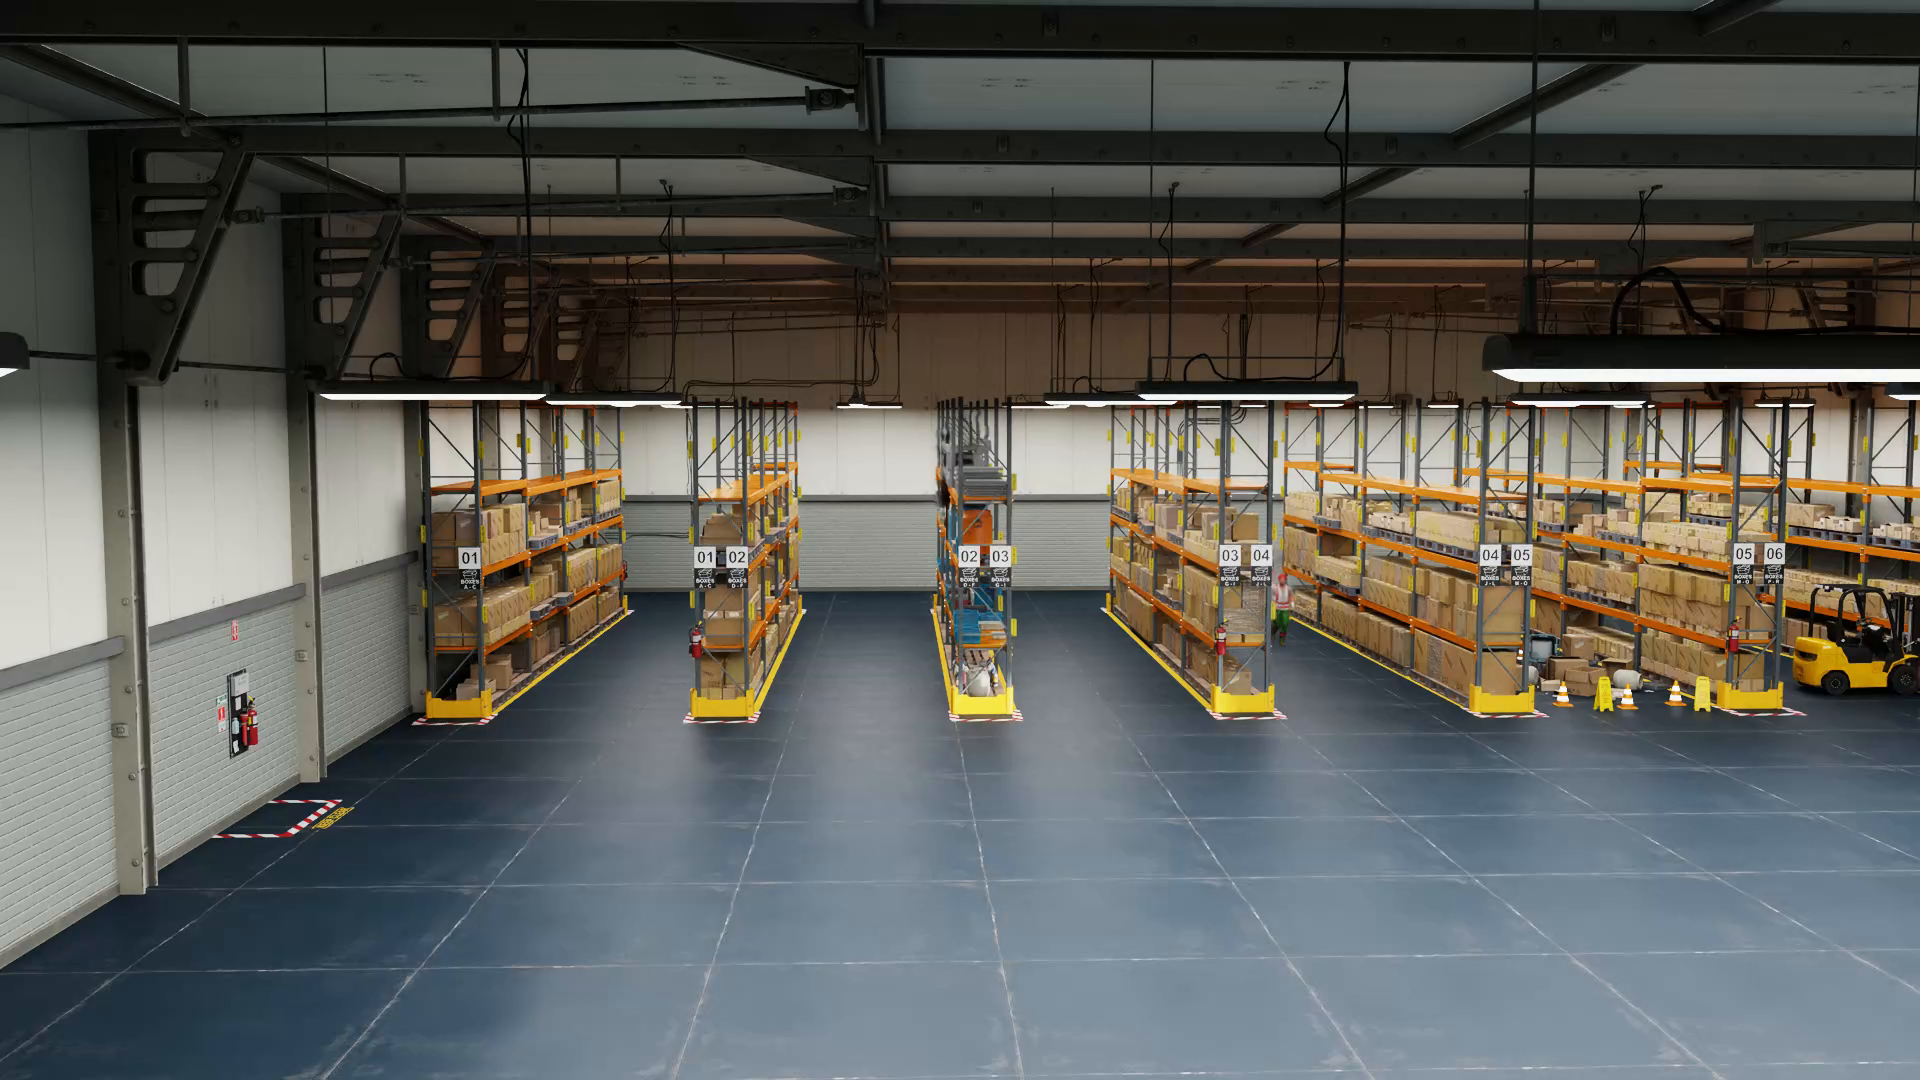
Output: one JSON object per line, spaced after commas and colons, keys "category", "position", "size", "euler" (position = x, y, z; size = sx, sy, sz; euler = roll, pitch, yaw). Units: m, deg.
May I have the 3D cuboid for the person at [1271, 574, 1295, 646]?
{"category": "person", "position": [7.868, 1.706, 40.749], "size": [0.681, 1.761, 0.633], "euler": [-1, 4, -8]}

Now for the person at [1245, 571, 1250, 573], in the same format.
{"category": "person", "position": [8.230, 1.154, 48.356], "size": [0.872, 1.663, 0.699], "euler": [4, 6, 41]}
